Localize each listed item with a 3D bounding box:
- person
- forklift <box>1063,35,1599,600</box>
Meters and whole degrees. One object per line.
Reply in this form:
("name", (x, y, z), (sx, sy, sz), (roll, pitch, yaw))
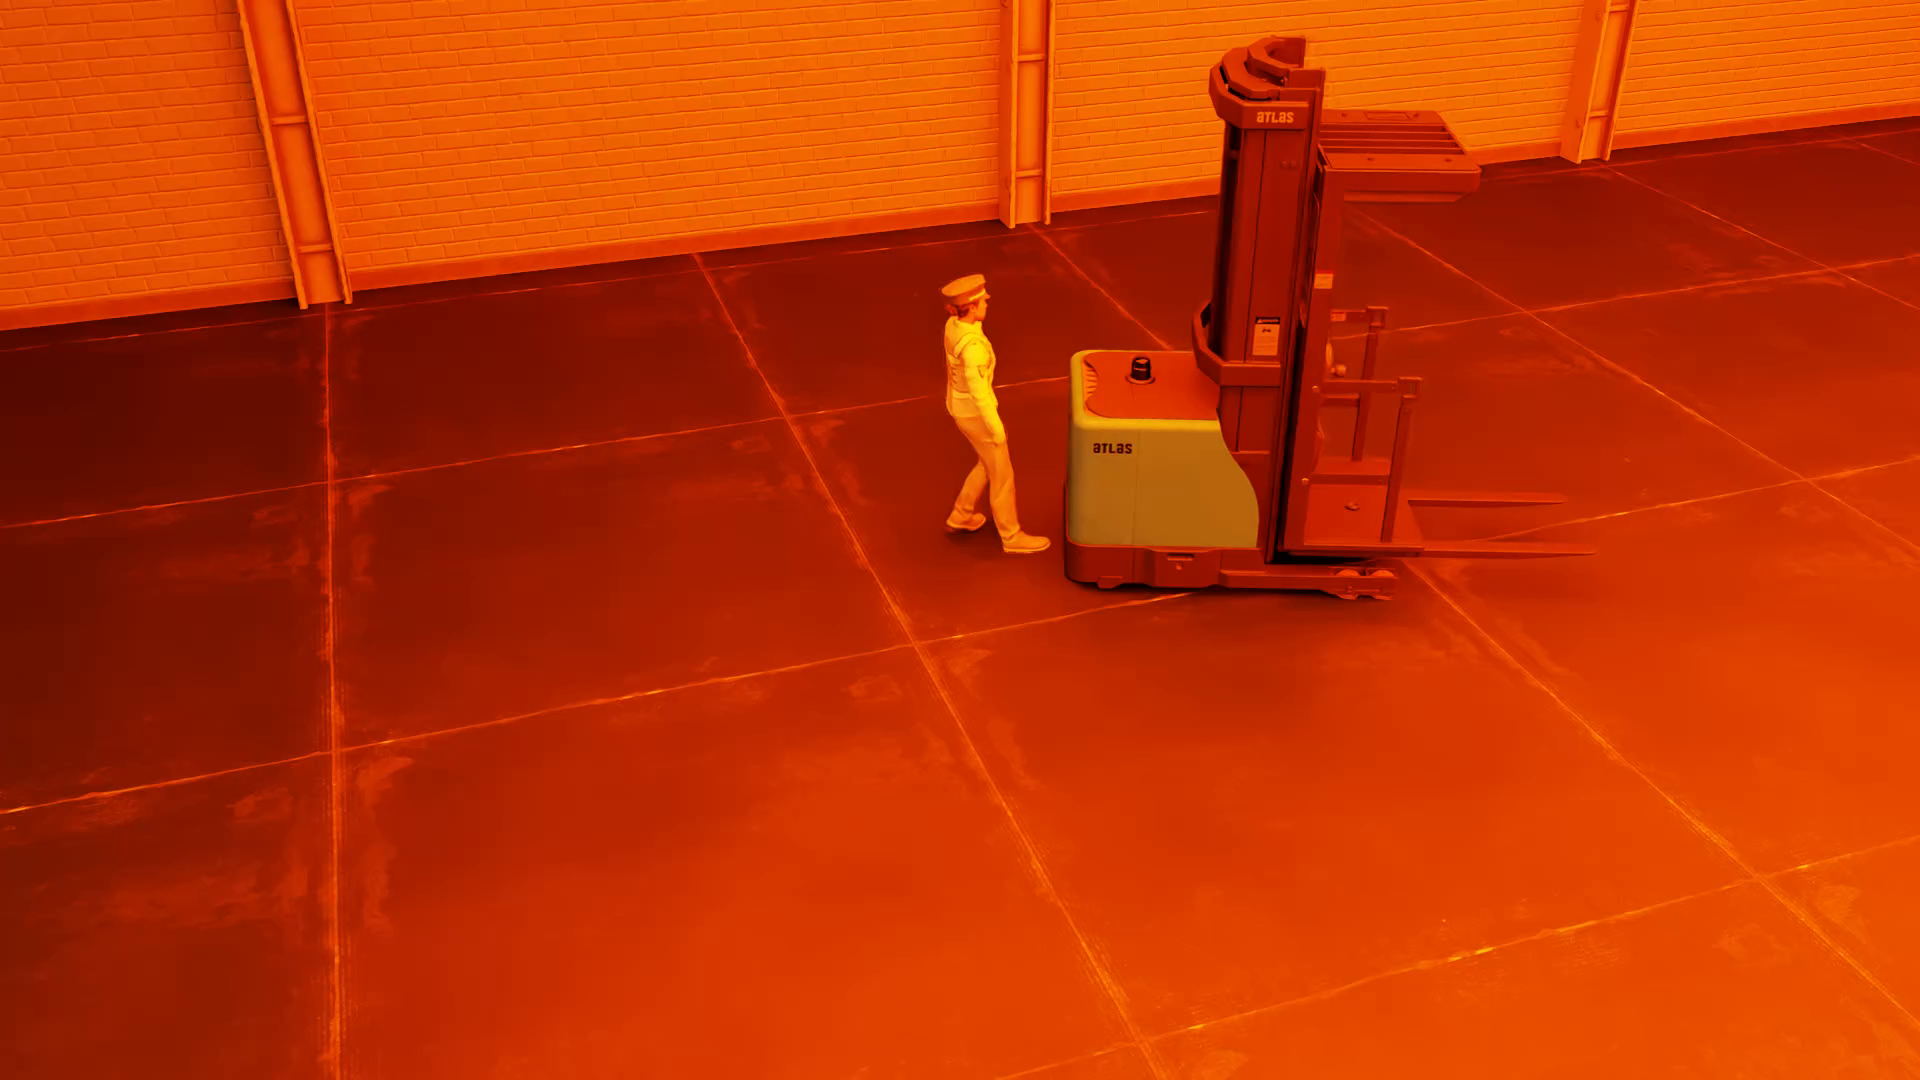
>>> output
("person", (0.202, -0.768, 9.728), (0.602, 1.636, 0.639), (-5, 30, -8))
("forklift", (2.135, -1.202, 9.177), (3.031, 2.935, 1.130), (1, 30, 2))
